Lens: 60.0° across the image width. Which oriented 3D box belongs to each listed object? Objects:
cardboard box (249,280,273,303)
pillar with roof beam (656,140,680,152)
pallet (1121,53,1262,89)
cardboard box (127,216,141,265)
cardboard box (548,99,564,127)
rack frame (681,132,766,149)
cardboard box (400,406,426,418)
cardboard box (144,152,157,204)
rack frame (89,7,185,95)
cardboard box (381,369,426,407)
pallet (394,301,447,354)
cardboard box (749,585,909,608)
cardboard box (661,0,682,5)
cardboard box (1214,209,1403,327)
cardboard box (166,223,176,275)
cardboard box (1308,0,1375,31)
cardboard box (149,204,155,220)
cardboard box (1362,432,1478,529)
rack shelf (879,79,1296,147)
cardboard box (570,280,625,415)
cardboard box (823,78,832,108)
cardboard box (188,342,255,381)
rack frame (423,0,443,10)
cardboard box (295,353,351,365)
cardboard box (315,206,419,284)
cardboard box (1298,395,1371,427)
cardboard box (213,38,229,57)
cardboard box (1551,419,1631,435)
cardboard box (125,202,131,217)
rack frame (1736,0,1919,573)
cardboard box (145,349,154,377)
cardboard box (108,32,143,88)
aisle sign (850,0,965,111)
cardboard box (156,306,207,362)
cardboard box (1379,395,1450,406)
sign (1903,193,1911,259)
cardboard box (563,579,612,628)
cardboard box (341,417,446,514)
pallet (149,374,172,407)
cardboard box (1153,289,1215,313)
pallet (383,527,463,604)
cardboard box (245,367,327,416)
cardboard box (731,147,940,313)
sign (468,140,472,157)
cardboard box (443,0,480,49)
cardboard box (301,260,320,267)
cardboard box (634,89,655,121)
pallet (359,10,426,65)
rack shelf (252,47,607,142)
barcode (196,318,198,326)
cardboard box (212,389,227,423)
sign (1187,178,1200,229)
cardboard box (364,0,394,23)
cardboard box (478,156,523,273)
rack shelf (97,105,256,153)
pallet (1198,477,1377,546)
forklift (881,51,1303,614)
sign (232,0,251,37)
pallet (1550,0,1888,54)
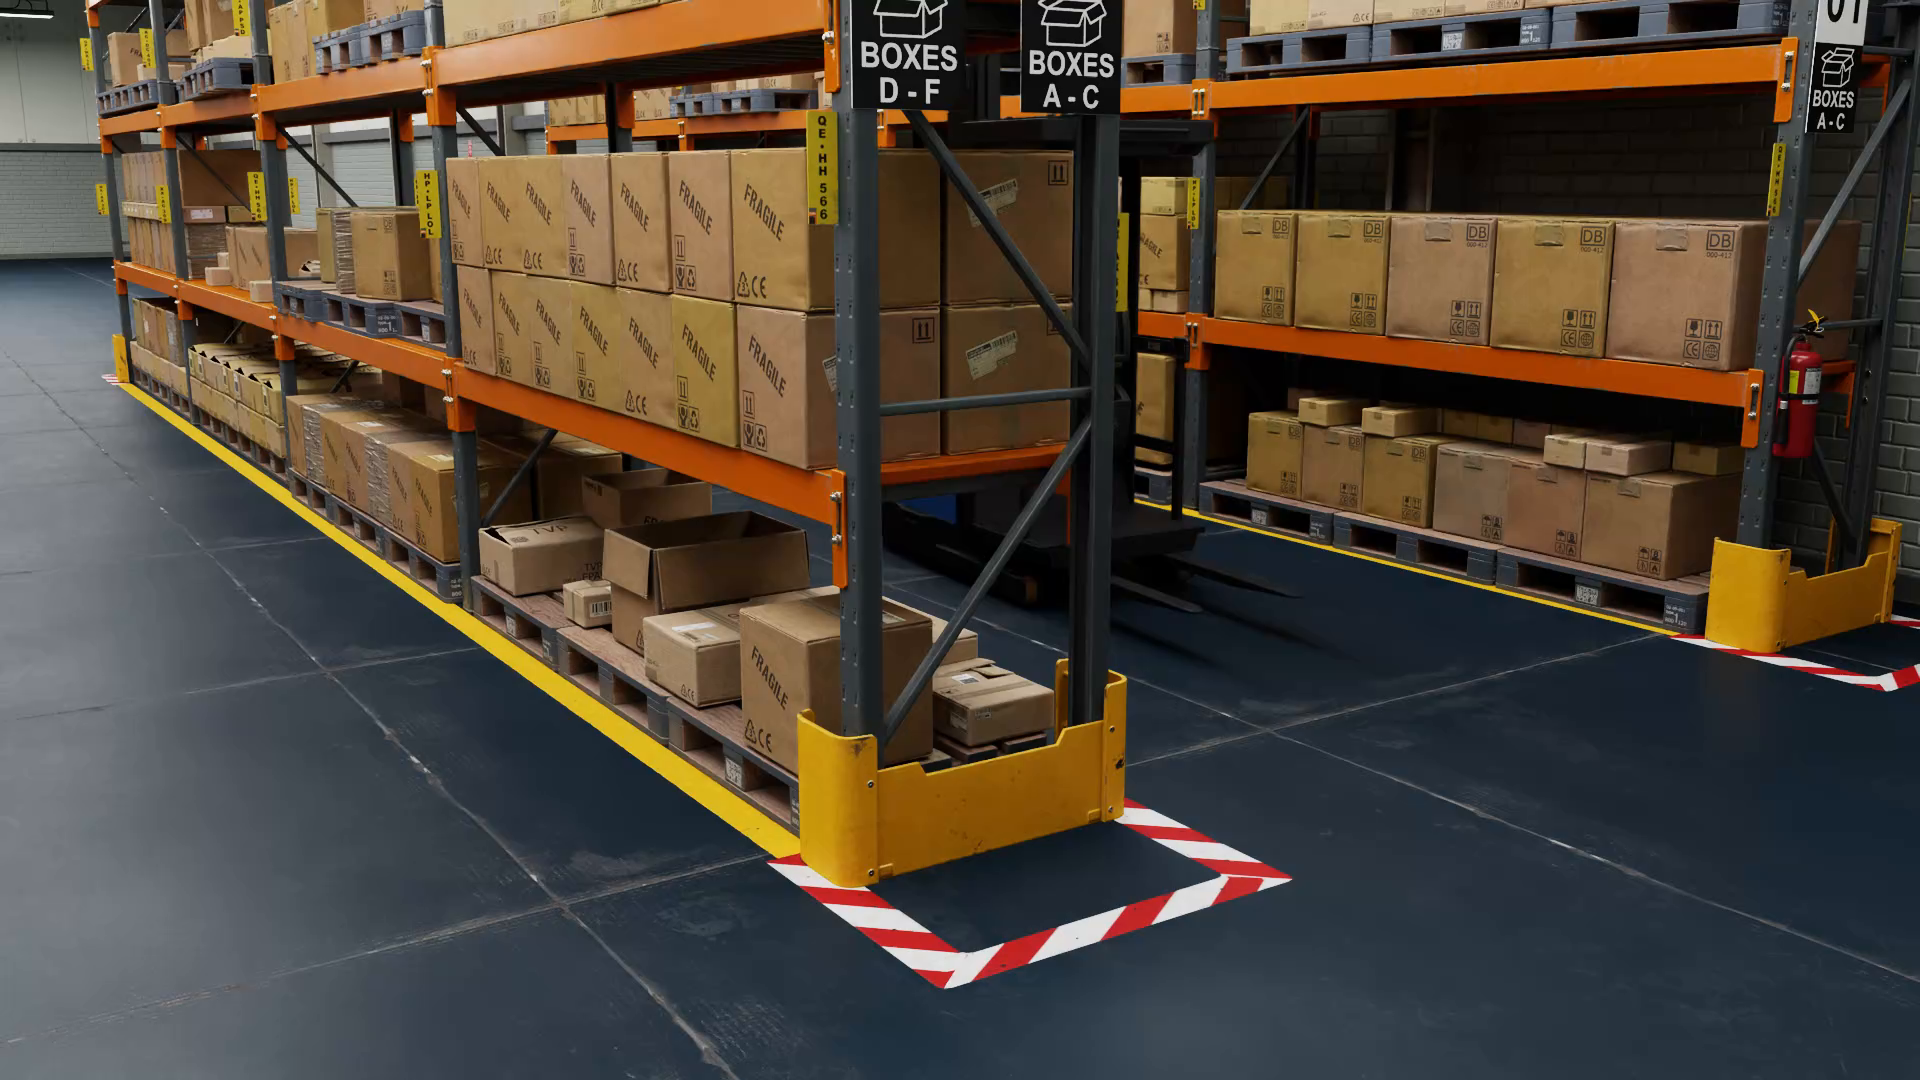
[{"bbox_3d":[-5.092,-1.865,12.457,0.380,0.149,0.250,-8,15,-33],"label":"cardboard box"},{"bbox_3d":[-7.151,-6.269,17.966,9.100,9.000,0.400,-8,15,-33],"label":"pillar with roof beam"},{"bbox_3d":[1.425,-3.265,11.698,0.805,0.209,1.217,-9,15,-35],"label":"pallet"},{"bbox_3d":[-8.548,-3.248,17.957,0.700,0.500,0.500,-8,15,-33],"label":"cardboard box"},{"bbox_3d":[-4.697,-5.305,20.298,0.500,0.500,0.500,-8,14,-31],"label":"cardboard box"},{"bbox_3d":[-2.458,-3.159,17.785,1.000,3.000,0.127,-8,15,-33],"label":"rack frame"},{"bbox_3d":[-3.364,-0.624,11.013,0.500,0.500,0.500,-9,15,-35],"label":"cardboard box"},{"bbox_3d":[-7.666,-3.600,16.533,0.700,0.500,0.500,-8,15,-33],"label":"cardboard box"},{"bbox_3d":[-8.796,-6.214,17.713,1.000,3.000,0.127,-8,15,-33],"label":"rack frame"},{"bbox_3d":[-3.616,-1.072,11.311,0.500,0.250,0.500,-7,14,-31],"label":"cardboard box"},{"bbox_3d":[-2.500,-1.210,9.324,1.003,0.211,1.213,-8,15,-33],"label":"pallet"},{"bbox_3d":[-0.551,0.383,6.997,0.500,0.250,0.500,-8,15,-33],"label":"cardboard box"},{"bbox_3d":[-0.704,-1.980,5.725,0.500,0.250,0.500,-8,15,-33],"label":"cardboard box"},{"bbox_3d":[2.261,-1.784,10.797,0.980,0.700,0.700,-8,15,-32],"label":"cardboard box"},{"bbox_3d":[-7.129,-2.792,15.873,0.700,0.500,0.500,-8,15,-33],"label":"cardboard box"},{"bbox_3d":[2.408,-3.136,9.792,0.500,0.250,0.500,-8,15,-34],"label":"cardboard box"},{"bbox_3d":[-7.761,-3.233,16.374,0.380,0.149,0.250,-8,14,-31],"label":"cardboard box"},{"bbox_3d":[2.861,-0.394,10.008,0.700,0.500,0.500,-8,15,-31],"label":"cardboard box"},{"bbox_3d":[0.866,-3.206,12.662,1.077,0.370,4.000,-8,15,-33],"label":"rack shelf"},{"bbox_3d":[-1.248,-0.805,6.787,0.500,0.500,0.500,-8,15,-34],"label":"cardboard box"},{"bbox_3d":[-0.866,-3.975,14.658,0.500,0.311,0.500,-8,15,-33],"label":"cardboard box"},{"bbox_3d":[-6.559,-1.605,14.819,0.500,0.311,0.500,-8,15,-33],"label":"cardboard box"},{"bbox_3d":[-2.148,-4.080,7.954,1.000,3.000,0.127,-8,15,-33],"label":"rack frame"},{"bbox_3d":[-5.274,-1.399,13.878,0.500,0.311,0.500,-8,15,-33],"label":"cardboard box"},{"bbox_3d":[-3.921,-2.016,11.341,0.500,0.500,0.700,9,15,36],"label":"cardboard box"},{"bbox_3d":[2.341,-0.809,10.391,0.380,0.149,0.250,-8,14,-31],"label":"cardboard box"},{"bbox_3d":[-5.572,-3.822,13.163,0.500,0.250,0.500,-10,16,-38],"label":"cardboard box"},{"bbox_3d":[3.535,-0.574,9.316,0.380,0.149,0.250,-8,15,-32],"label":"cardboard box"},{"bbox_3d":[-8.610,-3.507,17.625,0.380,0.149,0.250,-9,15,-34],"label":"cardboard box"},{"bbox_3d":[4.190,-1.025,8.026,1.000,3.000,0.127,-8,15,-33],"label":"rack frame"},{"bbox_3d":[-8.128,-1.846,17.235,0.500,0.250,0.500,-8,15,-33],"label":"cardboard box"},{"bbox_3d":[-8.104,-4.743,16.464,0.500,0.500,0.500,-8,15,-33],"label":"cardboard box"},{"bbox_3d":[-0.149,-1.659,4.843,0.394,0.787,0.004,-8,15,-33],"label":"aisle sign"},{"bbox_3d":[-7.567,-2.035,16.346,0.500,0.500,0.500,-8,15,-33],"label":"cardboard box"},{"bbox_3d":[2.828,-0.801,10.352,0.380,0.149,0.250,-9,15,-35],"label":"cardboard box"},{"bbox_3d":[4.655,-1.551,8.220,0.100,0.325,0.005,-8,15,-33],"label":"sign"},{"bbox_3d":[-1.608,0.273,7.694,0.380,0.166,0.250,-8,15,-33],"label":"cardboard box"},{"bbox_3d":[-3.488,-0.465,10.288,0.500,0.500,0.500,-9,15,-35],"label":"cardboard box"},{"bbox_3d":[-7.666,-1.573,17.061,1.003,0.211,1.213,-8,15,-33],"label":"pallet"},{"bbox_3d":[1.551,-1.650,11.425,0.380,0.149,0.250,-8,15,-32],"label":"cardboard box"},{"bbox_3d":[-2.630,0.073,9.534,1.003,0.211,1.213,-8,15,-33],"label":"pallet"},{"bbox_3d":[-5.153,-1.152,12.749,0.500,0.311,0.500,-8,15,-34],"label":"cardboard box"},{"bbox_3d":[-0.407,-1.022,5.437,0.500,0.500,0.500,-8,15,-33],"label":"cardboard box"},{"bbox_3d":[-8.150,-6.505,27.660,0.001,0.298,0.199,-8,15,-33],"label":"sign"},{"bbox_3d":[-2.084,-2.425,7.761,0.500,0.250,0.500,-8,15,-33],"label":"cardboard box"},{"bbox_3d":[-4.698,-1.999,12.690,0.500,0.311,0.500,-8,15,-33],"label":"cardboard box"},{"bbox_3d":[-3.214,-4.835,18.147,0.500,0.500,0.500,-10,16,-37],"label":"cardboard box"},{"bbox_3d":[-2.451,-2.647,8.863,1.213,0.211,1.003,-8,15,-33],"label":"pallet"},{"bbox_3d":[-3.256,-2.619,9.978,1.077,0.370,4.000,-8,15,-33],"label":"rack shelf"},{"bbox_3d":[-6.785,-1.940,14.785,0.001,0.075,0.075,-8,15,-33],"label":"barcode"},{"bbox_3d":[-5.992,-1.150,14.051,0.500,0.250,0.500,-9,15,-34],"label":"cardboard box"},{"bbox_3d":[1.528,-2.197,10.862,0.100,0.325,0.005,-8,15,-33],"label":"sign"},{"bbox_3d":[-3.107,-3.252,9.741,0.600,0.600,0.600,-9,15,-35],"label":"cardboard box"},{"bbox_3d":[-1.835,-1.478,7.522,0.500,0.500,0.500,-9,15,-35],"label":"cardboard box"},{"bbox_3d":[-7.688,-4.041,16.484,1.077,0.370,4.000,-8,15,-33],"label":"rack shelf"},{"bbox_3d":[2.330,-0.229,10.916,1.003,0.211,1.213,-8,15,-33],"label":"pallet"},{"bbox_3d":[0.637,-1.192,8.951,1.130,2.935,3.031,-7,14,-29],"label":"forklift"},{"bbox_3d":[-4.831,-3.553,11.170,0.100,0.325,0.005,-8,15,-33],"label":"sign"},{"bbox_3d":[3.770,-2.577,8.313,1.003,0.211,1.213,-8,15,-33],"label":"pallet"}]
